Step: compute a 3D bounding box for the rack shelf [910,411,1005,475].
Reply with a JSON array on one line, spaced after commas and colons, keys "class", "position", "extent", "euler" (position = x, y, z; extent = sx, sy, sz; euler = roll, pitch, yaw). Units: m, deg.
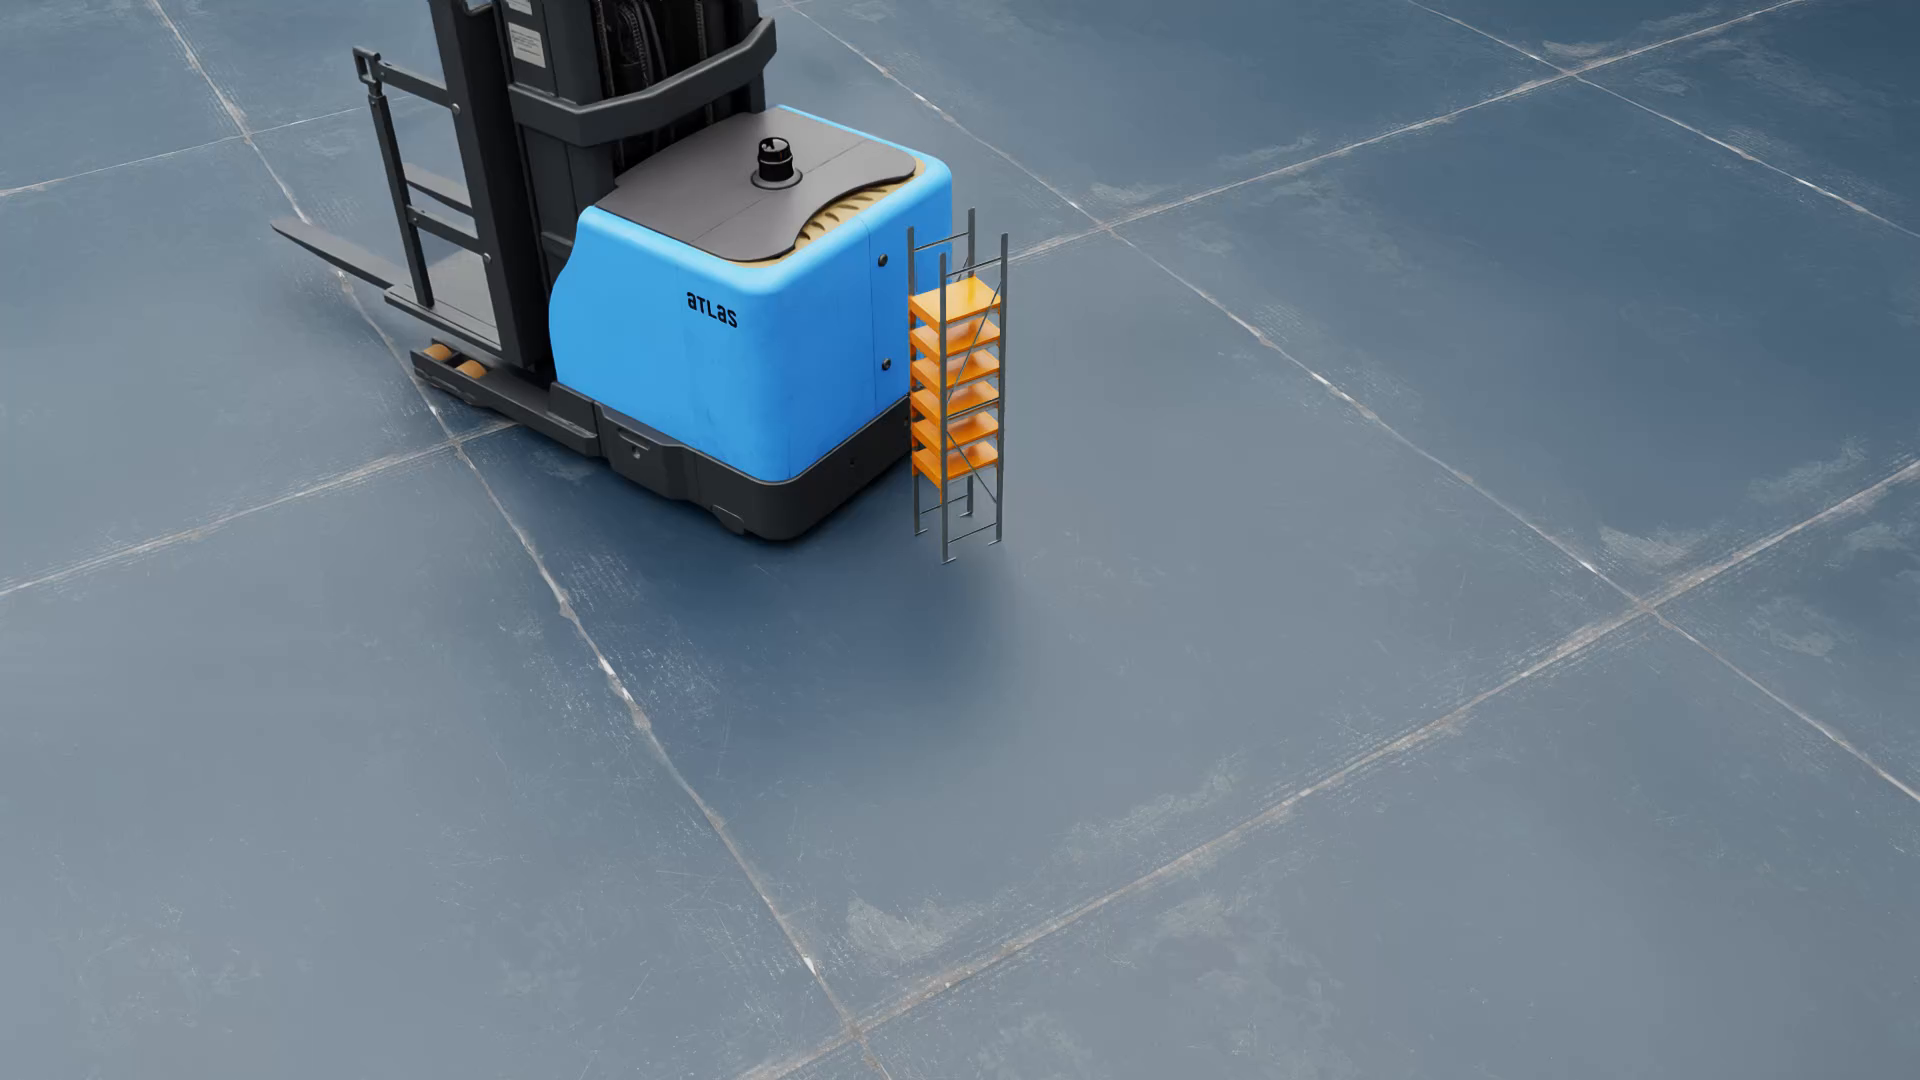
[{"class": "rack shelf", "position": [-0.008, -0.342, 5.481], "extent": [0.258, 0.103, 0.180], "euler": [-22, 45, -24]}]

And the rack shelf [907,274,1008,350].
[{"class": "rack shelf", "position": [-0.008, -0.711, 5.173], "extent": [0.258, 0.103, 0.180], "euler": [-22, 45, -24]}]

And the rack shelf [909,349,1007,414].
[{"class": "rack shelf", "position": [-0.008, -0.527, 5.327], "extent": [0.258, 0.103, 0.180], "euler": [-22, 45, -24]}]

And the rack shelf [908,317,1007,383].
[{"class": "rack shelf", "position": [-0.008, -0.619, 5.250], "extent": [0.258, 0.103, 0.180], "euler": [-22, 45, -24]}]

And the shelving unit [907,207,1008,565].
[{"class": "shelving unit", "position": [-0.008, -0.469, 5.375], "extent": [0.258, 1.200, 0.189], "euler": [-22, 45, -24]}]

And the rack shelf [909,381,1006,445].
[{"class": "rack shelf", "position": [-0.008, -0.435, 5.404], "extent": [0.258, 0.103, 0.180], "euler": [-22, 45, -24]}]

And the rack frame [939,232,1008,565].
[{"class": "rack frame", "position": [0.041, -0.419, 5.316], "extent": [0.240, 1.200, 0.006], "euler": [-22, 45, -24]}]

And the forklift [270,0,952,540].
[{"class": "forklift", "position": [-1.498, -1.889, 5.728], "extent": [3.031, 2.935, 1.130], "euler": [25, 46, 27]}]

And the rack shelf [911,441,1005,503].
[{"class": "rack shelf", "position": [-0.008, -0.250, 5.557], "extent": [0.258, 0.103, 0.180], "euler": [-22, 45, -24]}]

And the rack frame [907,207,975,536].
[{"class": "rack frame", "position": [-0.057, -0.518, 5.435], "extent": [0.240, 1.200, 0.006], "euler": [-22, 45, -24]}]
